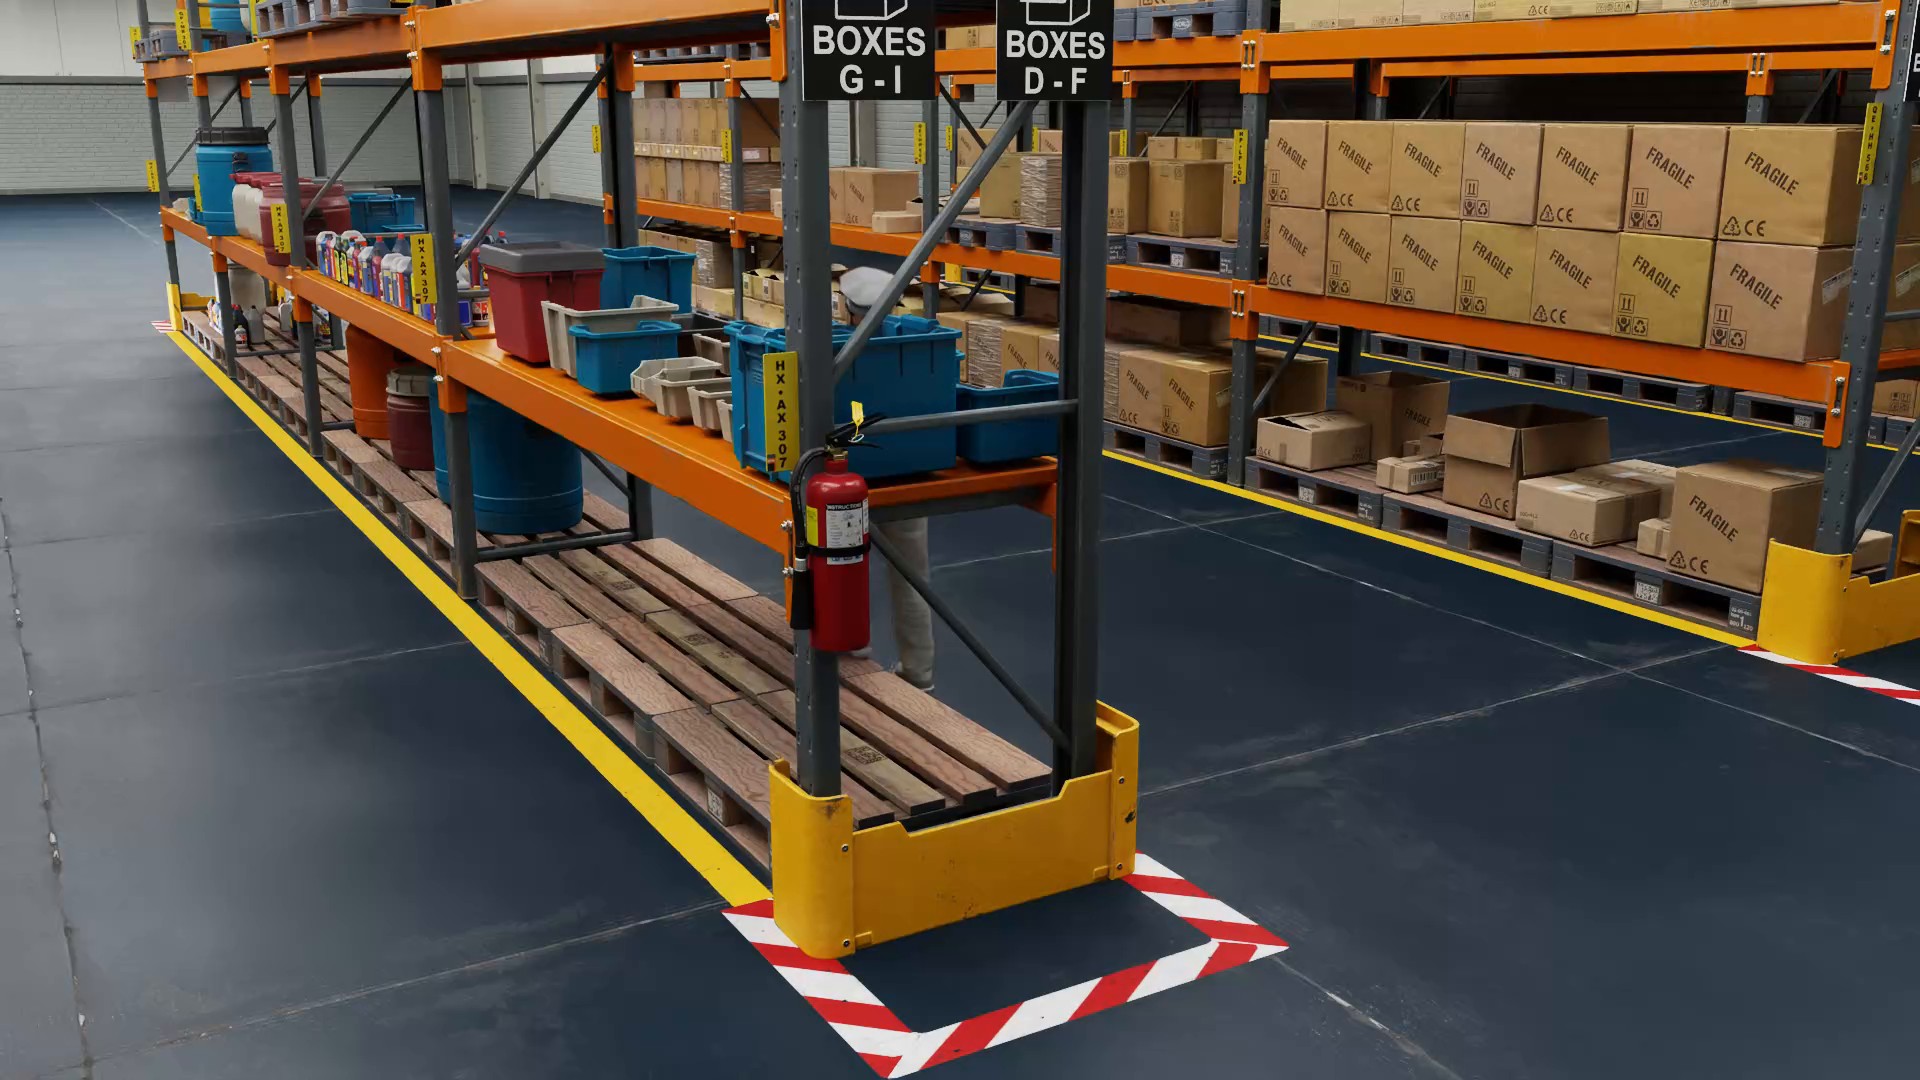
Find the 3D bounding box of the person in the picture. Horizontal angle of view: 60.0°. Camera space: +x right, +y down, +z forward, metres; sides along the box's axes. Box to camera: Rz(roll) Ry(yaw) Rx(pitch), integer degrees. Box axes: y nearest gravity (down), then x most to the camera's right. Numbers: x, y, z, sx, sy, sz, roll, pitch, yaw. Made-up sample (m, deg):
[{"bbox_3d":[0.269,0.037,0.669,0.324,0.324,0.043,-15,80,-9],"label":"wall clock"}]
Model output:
[{"bbox_3d":[-0.362,-0.217,6.751,0.520,1.786,0.529,-3,15,-12],"label":"person"}]
